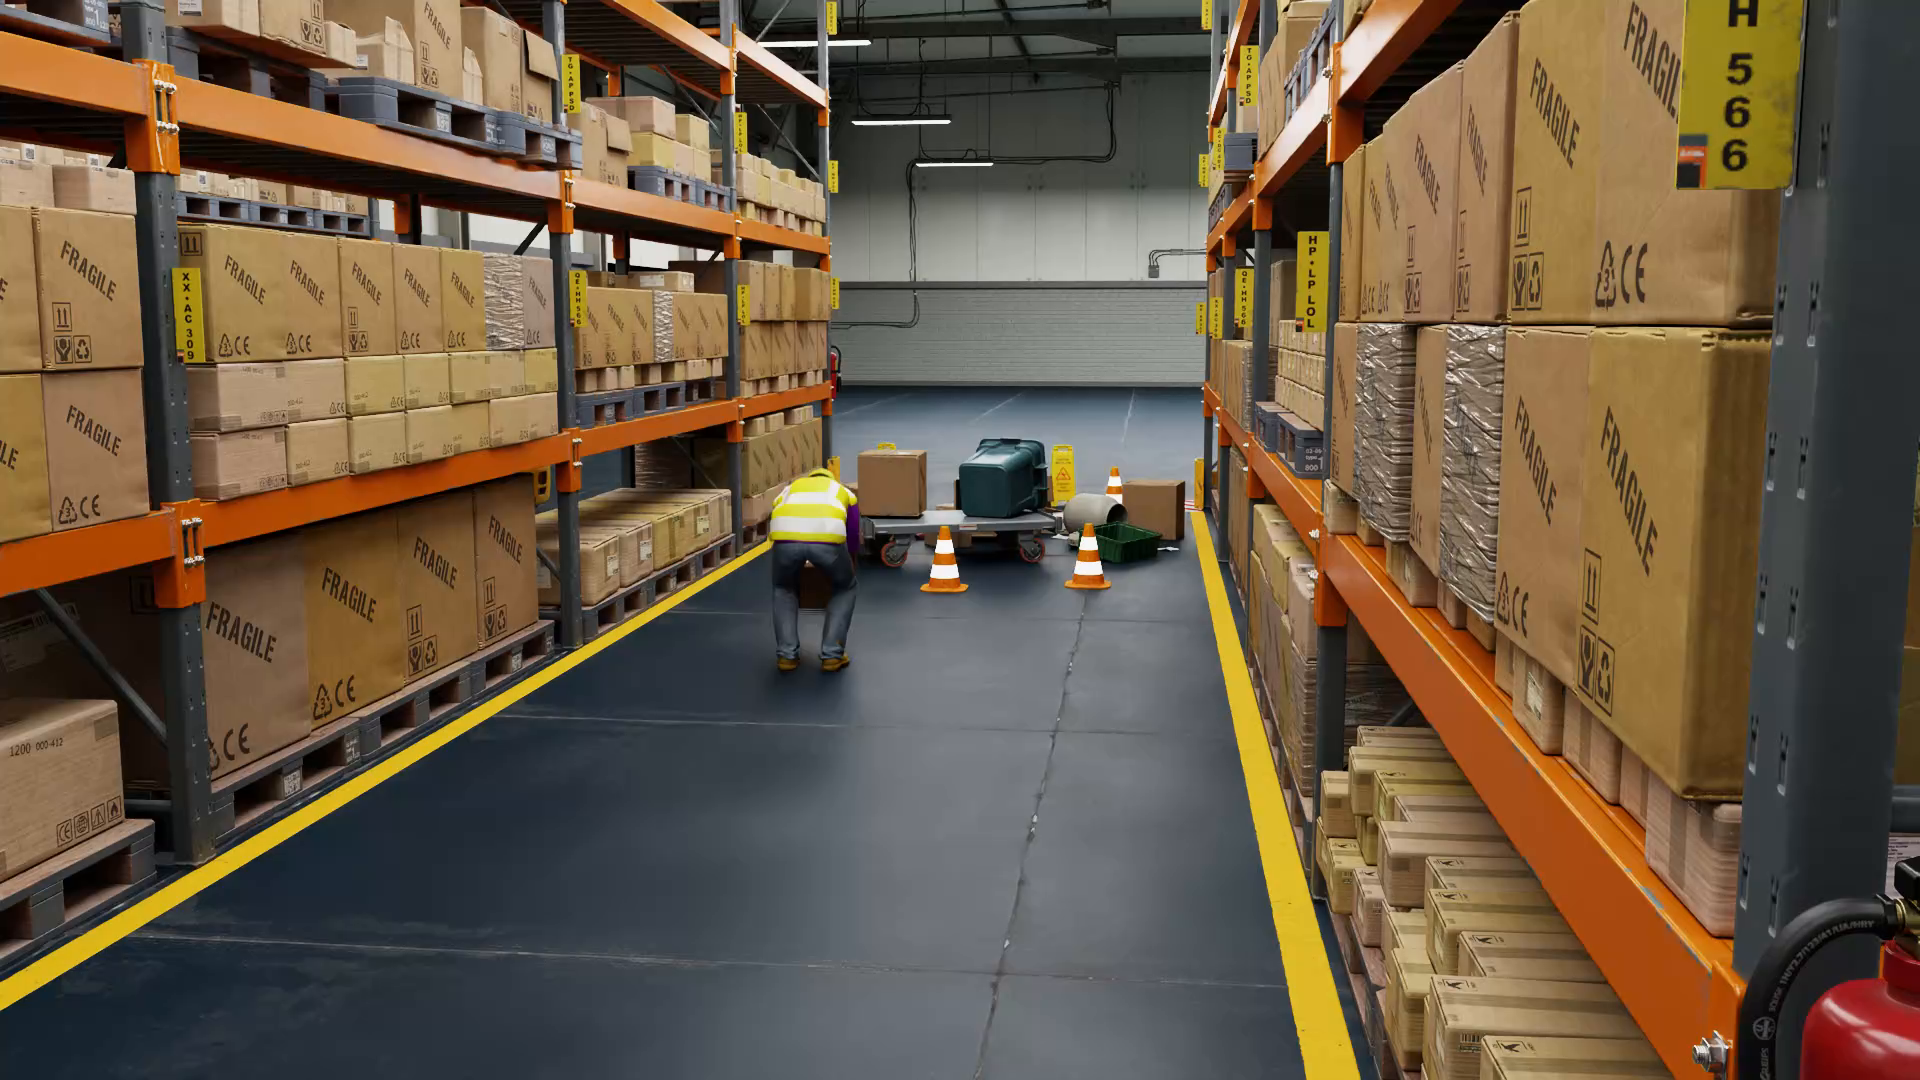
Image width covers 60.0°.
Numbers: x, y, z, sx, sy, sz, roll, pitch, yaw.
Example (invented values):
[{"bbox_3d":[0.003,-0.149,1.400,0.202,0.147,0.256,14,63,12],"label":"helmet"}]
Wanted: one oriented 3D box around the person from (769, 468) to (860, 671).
[{"bbox_3d":[-0.842,0.159,9.595,0.514,1.083,0.966,0,8,3],"label":"person"}]
